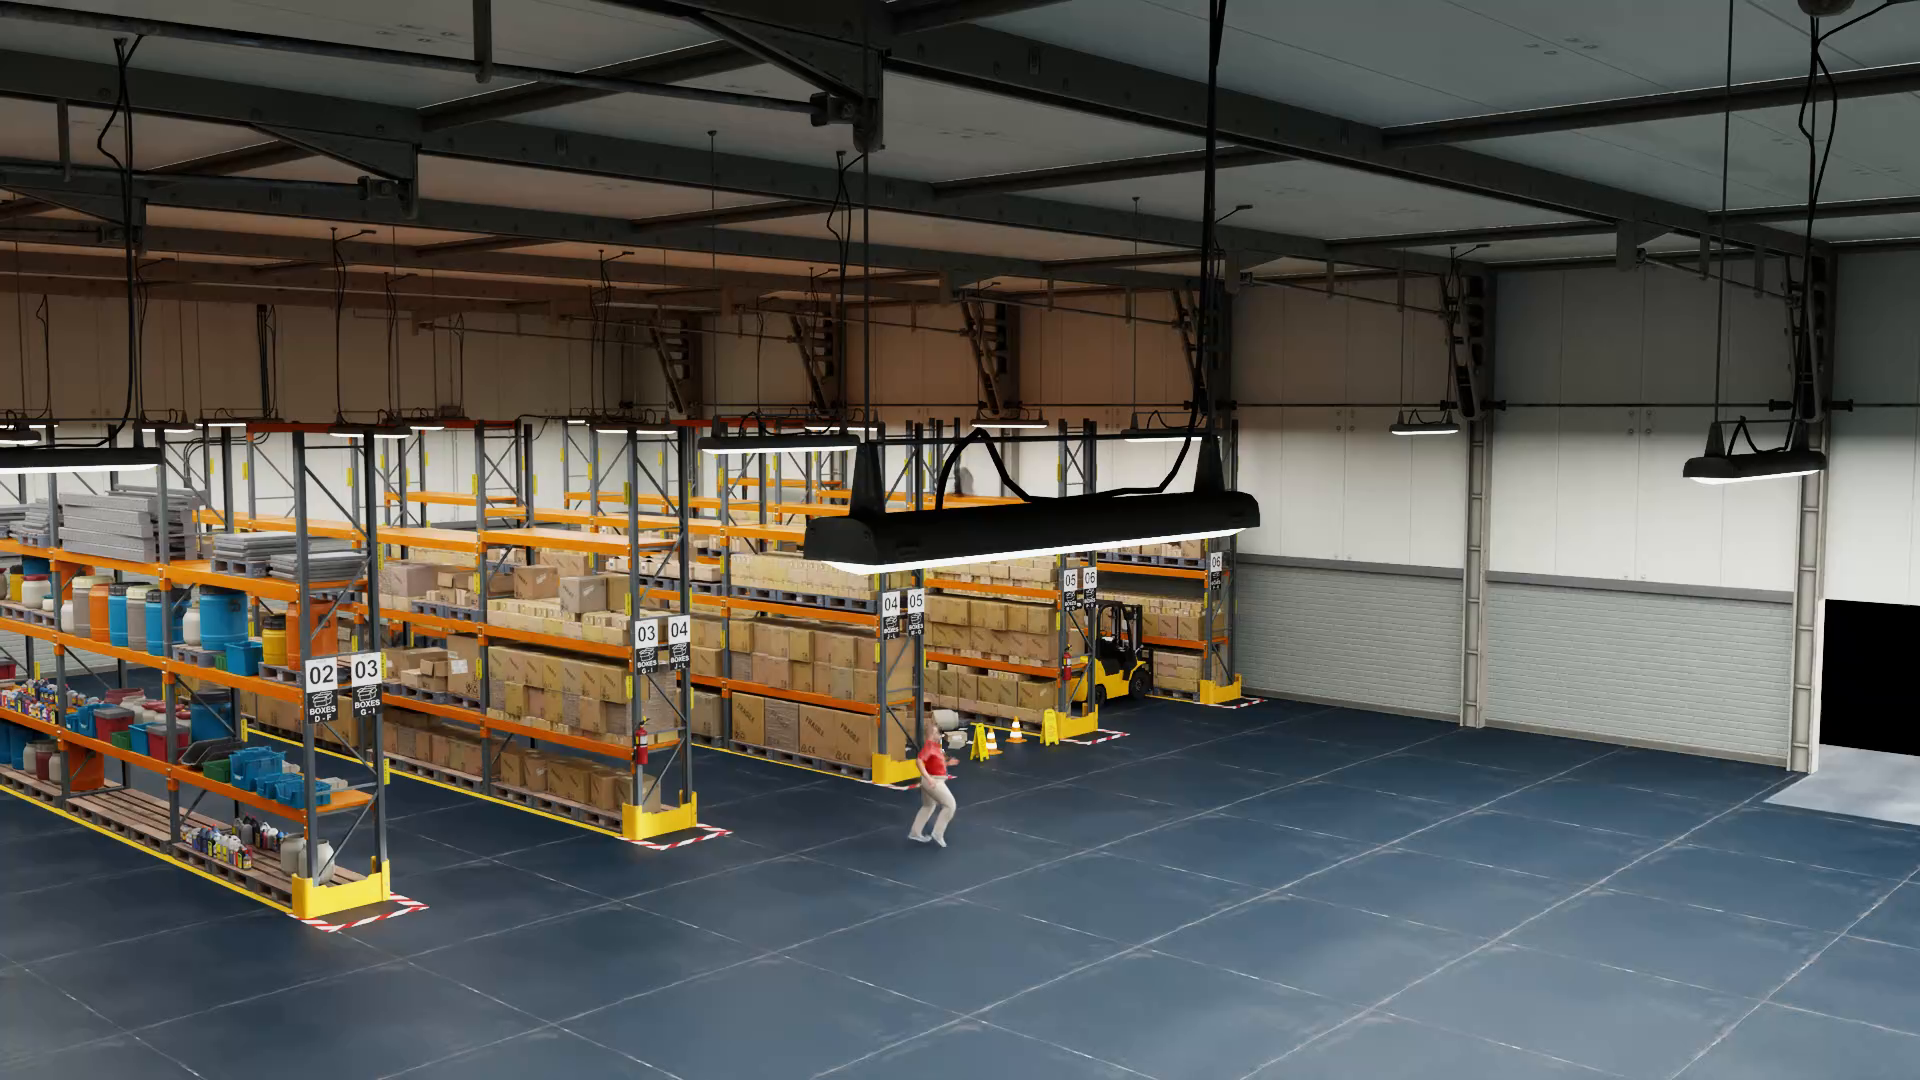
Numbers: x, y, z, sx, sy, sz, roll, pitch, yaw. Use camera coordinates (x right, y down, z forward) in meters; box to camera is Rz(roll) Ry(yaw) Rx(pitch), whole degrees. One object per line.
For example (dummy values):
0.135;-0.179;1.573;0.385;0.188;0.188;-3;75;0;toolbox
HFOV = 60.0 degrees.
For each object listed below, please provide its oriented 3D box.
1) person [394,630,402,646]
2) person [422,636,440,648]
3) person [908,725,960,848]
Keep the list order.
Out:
-13.551;2.275;39.924;0.623;1.607;0.782;3;6;36;person
-12.742;2.197;40.126;0.497;1.726;0.728;1;5;12;person
-0.367;3.535;23.843;0.744;1.774;0.635;-1;5;-11;person
